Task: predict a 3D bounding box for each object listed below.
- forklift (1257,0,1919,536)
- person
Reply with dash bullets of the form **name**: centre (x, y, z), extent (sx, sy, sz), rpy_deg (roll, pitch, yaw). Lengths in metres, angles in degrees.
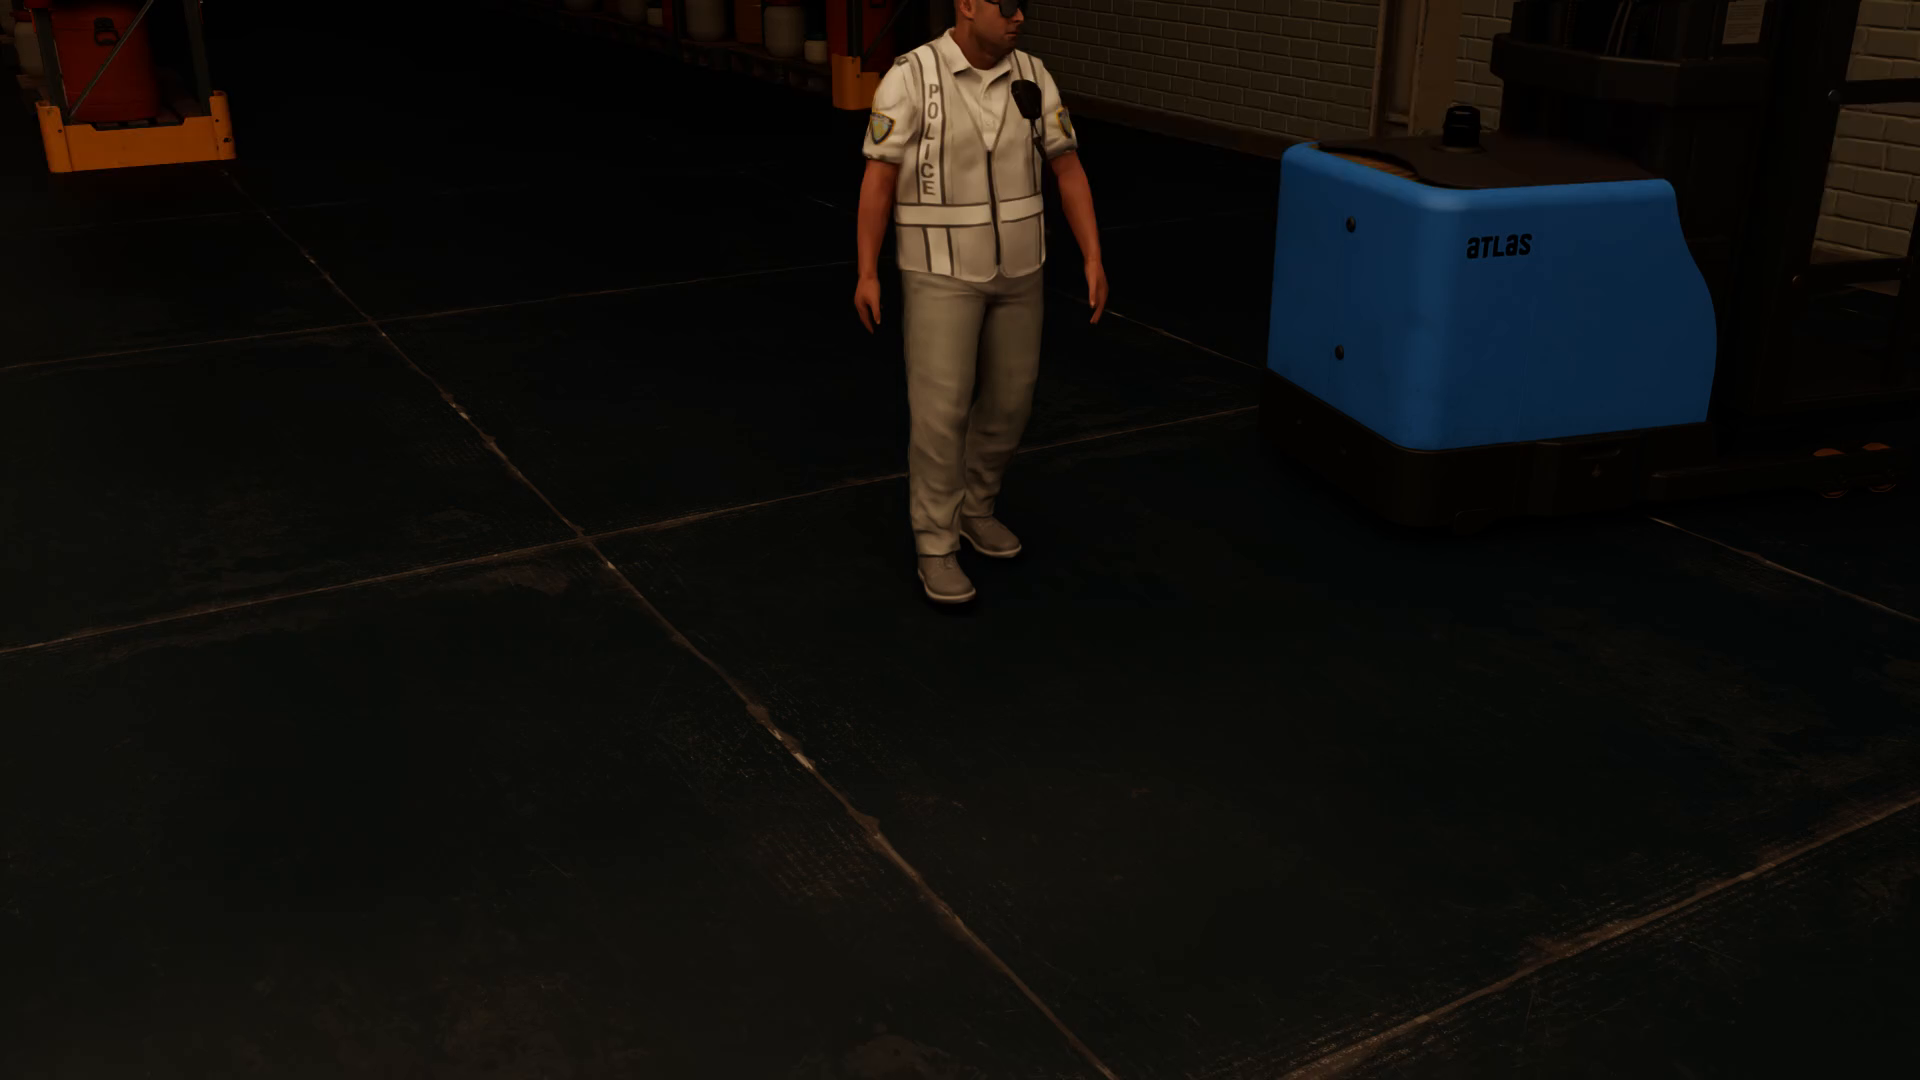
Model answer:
- **forklift**: centre (2.628, -1.675, 5.355), extent (3.031, 2.935, 1.130), rpy_deg (-7, 23, -16)
- **person**: centre (0.080, -0.730, 4.630), extent (0.682, 1.736, 0.621), rpy_deg (-10, 24, -22)
